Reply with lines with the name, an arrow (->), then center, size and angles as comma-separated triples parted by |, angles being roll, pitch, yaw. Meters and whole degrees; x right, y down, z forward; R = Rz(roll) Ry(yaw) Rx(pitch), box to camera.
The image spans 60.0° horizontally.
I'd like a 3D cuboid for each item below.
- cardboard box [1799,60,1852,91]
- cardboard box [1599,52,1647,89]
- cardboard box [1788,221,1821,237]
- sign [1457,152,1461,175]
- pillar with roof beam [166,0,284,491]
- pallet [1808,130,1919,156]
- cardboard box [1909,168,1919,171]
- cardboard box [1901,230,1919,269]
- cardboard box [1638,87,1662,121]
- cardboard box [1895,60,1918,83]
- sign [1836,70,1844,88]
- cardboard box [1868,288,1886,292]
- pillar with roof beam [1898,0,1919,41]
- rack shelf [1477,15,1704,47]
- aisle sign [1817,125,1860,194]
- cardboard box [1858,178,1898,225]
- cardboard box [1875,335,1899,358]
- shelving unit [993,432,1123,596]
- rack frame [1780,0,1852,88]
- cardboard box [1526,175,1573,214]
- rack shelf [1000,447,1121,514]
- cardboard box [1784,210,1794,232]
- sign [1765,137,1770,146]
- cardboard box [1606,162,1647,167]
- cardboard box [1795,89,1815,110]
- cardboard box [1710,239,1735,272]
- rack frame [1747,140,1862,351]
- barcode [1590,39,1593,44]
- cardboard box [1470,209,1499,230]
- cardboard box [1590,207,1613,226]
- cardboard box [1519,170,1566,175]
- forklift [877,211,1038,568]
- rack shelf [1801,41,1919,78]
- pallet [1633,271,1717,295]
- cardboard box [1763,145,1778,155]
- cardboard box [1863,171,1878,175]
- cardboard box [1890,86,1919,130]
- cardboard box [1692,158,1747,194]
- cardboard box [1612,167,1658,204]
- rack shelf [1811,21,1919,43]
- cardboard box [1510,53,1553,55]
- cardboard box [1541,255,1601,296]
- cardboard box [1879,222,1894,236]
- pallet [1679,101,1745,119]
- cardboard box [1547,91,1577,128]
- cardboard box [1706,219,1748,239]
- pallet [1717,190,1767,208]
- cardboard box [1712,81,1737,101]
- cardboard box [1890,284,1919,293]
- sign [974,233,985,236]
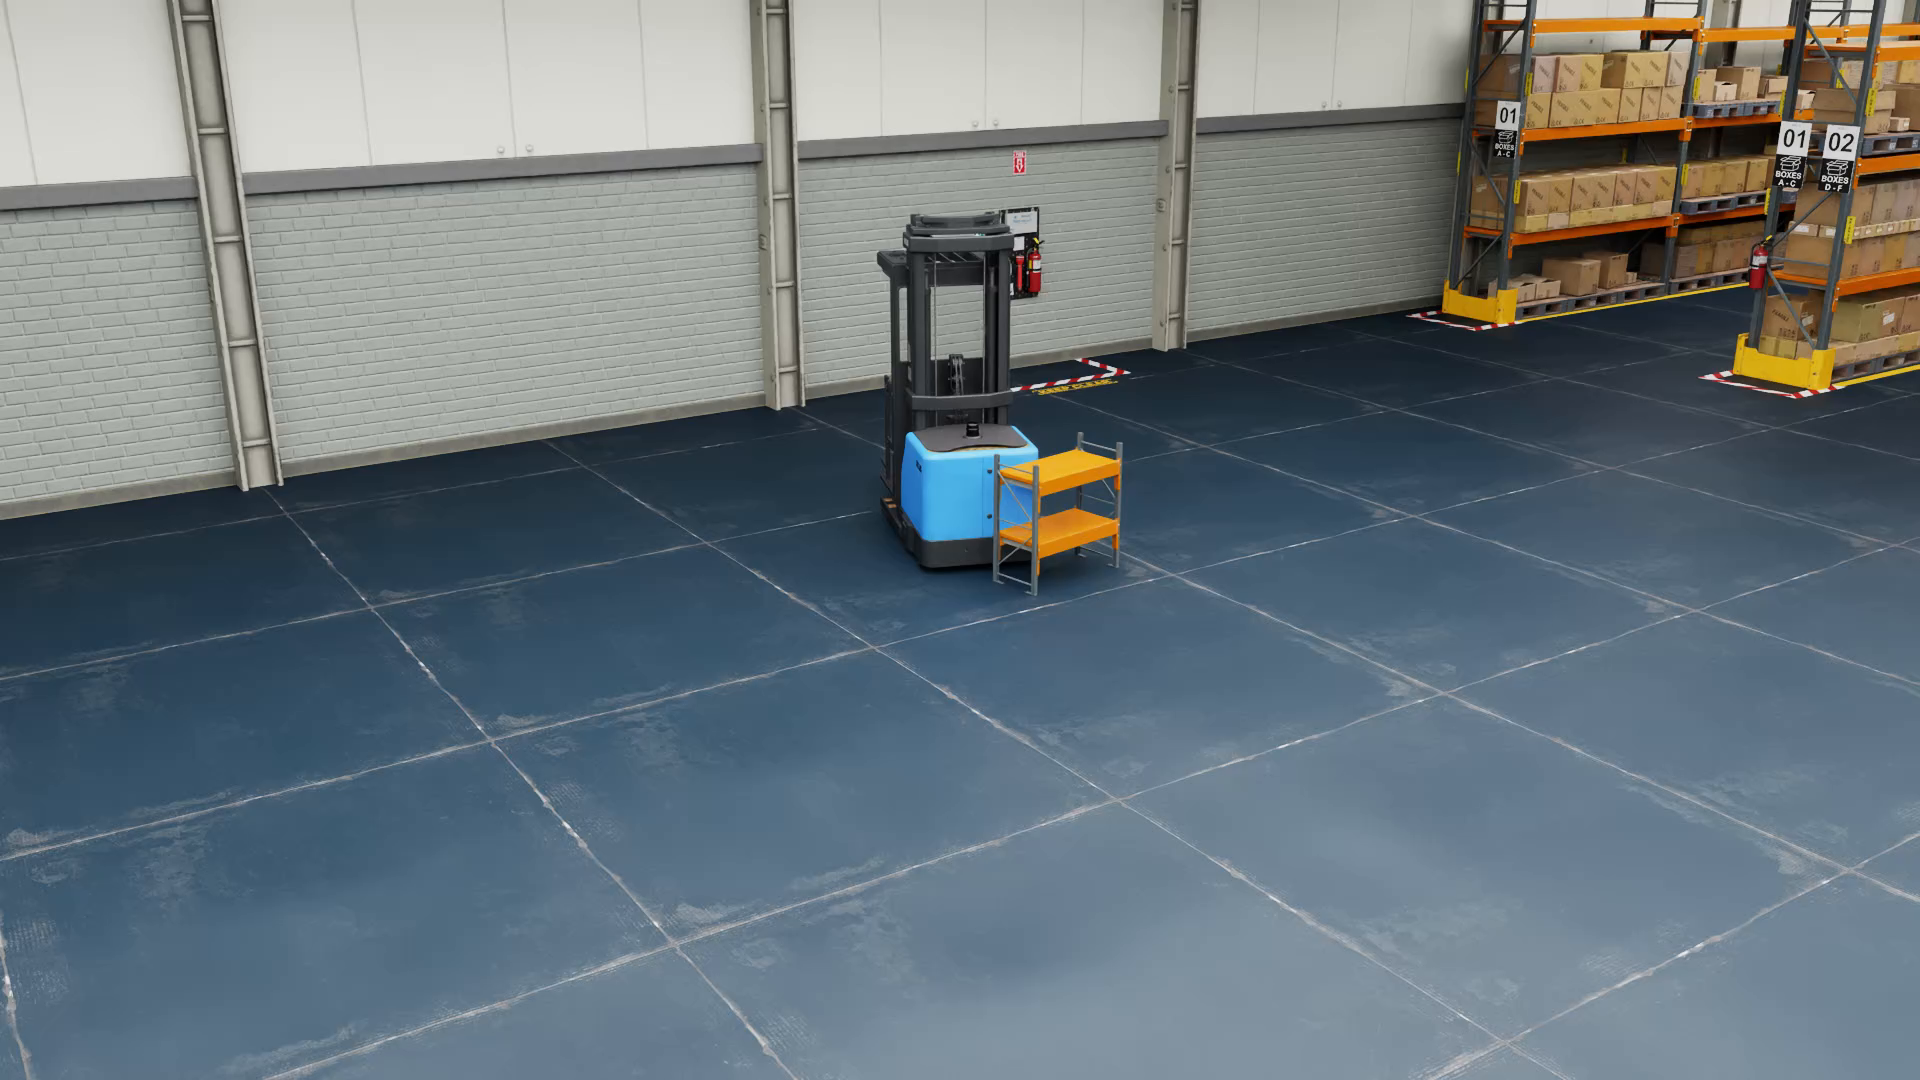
cardboard box -> 14.853, -7.987, 28.659 | 0.500, 0.500, 0.700 | -14, 23, -36
cardboard box -> 9.995, -7.103, 25.139 | 0.500, 0.500, 0.500 | -13, 23, -33
cardboard box -> 10.748, -3.950, 21.077 | 0.250, 0.149, 0.380 | -12, 22, -32
sign -> 7.518, -5.652, 24.978 | 0.005, 0.325, 0.100 | -12, 22, -31
pillar with roof beam -> -4.750, -3.676, 12.068 | 0.400, 9.000, 9.100 | -12, 22, -31
pallet -> 11.138, -4.974, 20.728 | 1.213, 0.211, 1.003 | -12, 22, -31
cardboard box -> 13.086, -4.675, 22.207 | 0.500, 0.500, 0.700 | -12, 22, -32
cardboard box -> 12.222, -3.877, 21.873 | 0.500, 0.500, 0.700 | -11, 22, -30
cardboard box -> 10.432, -6.743, 25.637 | 0.500, 0.500, 0.500 | -14, 23, -36
cardboard box -> 16.604, -8.351, 29.737 | 0.500, 0.500, 0.700 | -12, 22, -32
sign -> 14.784, -7.731, 27.939 | 0.005, 0.325, 0.100 | -12, 22, -31
cardboard box -> 12.063, -3.171, 22.407 | 0.500, 0.500, 0.500 | -12, 22, -31
pillar with roof beam -> 20.305, -8.960, 27.699 | 0.400, 9.000, 9.100 | -12, 22, -31
rack shelf -> 9.477, -7.654, 24.961 | 4.000, 0.370, 1.077 | -12, 22, -31
aisle sign -> 10.647, -4.615, 20.154 | 0.004, 0.787, 0.394 | -12, 22, -31
cardboard box -> 11.411, -4.321, 21.162 | 0.500, 0.500, 0.700 | -13, 22, -33
cardboard box -> 11.937, -2.586, 21.847 | 0.500, 0.250, 0.500 | -12, 22, -31
shelving unit -> 0.835, -0.238, 14.193 | 1.048, 1.125, 0.538 | -17, 25, -40
rack frame -> 14.488, -9.053, 27.971 | 0.127, 3.000, 1.000 | -12, 22, -31
cardboard box -> 8.788, -5.183, 24.925 | 0.500, 0.500, 0.500 | -12, 22, -31
rack shelf -> 0.835, -0.516, 14.099 | 1.000, 0.278, 0.538 | -17, 25, -40
cardboard box -> 15.174, -5.486, 29.489 | 0.750, 0.750, 0.750 | -12, 22, -32
sign -> 14.180, -6.907, 29.184 | 0.005, 0.325, 0.100 | -12, 22, -31
cardboard box -> 10.639, -5.773, 26.669 | 0.500, 0.500, 0.500 | -13, 22, -33
cardboard box -> 14.035, -7.400, 27.874 | 0.500, 0.311, 0.500 | -12, 22, -31
cardboard box -> 12.605, -4.848, 28.118 | 0.500, 0.500, 0.700 | -12, 22, -31
rack frame -> 10.534, -3.477, 20.847 | 0.127, 3.000, 1.000 | -12, 22, -31
barcode -> 9.749, -7.697, 25.680 | 0.075, 0.075, 0.001 | -12, 22, -31
cardboard box -> 8.090, -4.874, 25.182 | 0.500, 0.250, 0.500 | -12, 22, -31
cardboard box -> 9.666, -5.013, 25.592 | 0.500, 0.250, 0.500 | -12, 22, -31
cardboard box -> 8.938, -5.413, 25.606 | 0.500, 0.500, 0.500 | -13, 22, -33
forklift -> -0.141, -1.585, 15.357 | 1.130, 2.935, 3.031 | -4, 19, -12
rack shelf -> 12.204, -6.141, 21.107 | 4.000, 0.370, 1.077 | -12, 22, -31
pallet -> 11.796, -4.323, 27.702 | 1.213, 0.211, 1.003 | -12, 22, -31
cardboard box -> 13.955, -6.644, 28.359 | 0.250, 0.149, 0.380 | -17, 25, -40
cardboard box -> 15.892, -6.603, 29.439 | 0.500, 0.500, 0.500 | -12, 22, -32
cardboard box -> 12.071, -5.430, 20.910 | 0.500, 0.500, 0.500 | -12, 22, -31
cardboard box -> 12.594, -6.063, 27.653 | 0.500, 0.500, 0.700 | -9, 21, -24
cardboard box -> 10.508, -5.544, 25.993 | 0.500, 0.500, 0.500 | -12, 22, -32
rack shelf -> 16.158, -8.875, 29.193 | 4.000, 0.370, 1.077 | -12, 22, -31
cardboard box -> 8.472, -6.998, 24.829 | 0.500, 0.500, 0.500 | -10, 21, -28
cardboard box -> 9.550, -4.140, 26.023 | 0.500, 0.500, 0.700 | -14, 23, -35
cardboard box -> 11.620, -3.978, 21.159 | 0.250, 0.149, 0.380 | -12, 22, -32
pallet -> 11.721, -6.918, 26.635 | 1.003, 0.211, 1.213 | -12, 22, -31
cardboard box -> 8.691, -6.357, 24.493 | 0.500, 0.500, 0.500 | -10, 21, -28
cardboard box -> 12.978, -5.274, 28.206 | 0.500, 0.250, 0.500 | -12, 22, -32
pallet -> 12.857, -5.760, 27.899 | 1.213, 0.211, 1.003 | -12, 22, -31
cardboard box -> 12.162, -7.267, 26.857 | 0.500, 0.311, 0.500 | -11, 22, -30
cardboard box -> 12.768, -3.119, 22.255 | 0.500, 0.500, 0.500 | -12, 22, -31
sign -> 0.309, -3.871, 21.128 | 0.331, 0.109, 0.001 | -12, 22, -31
